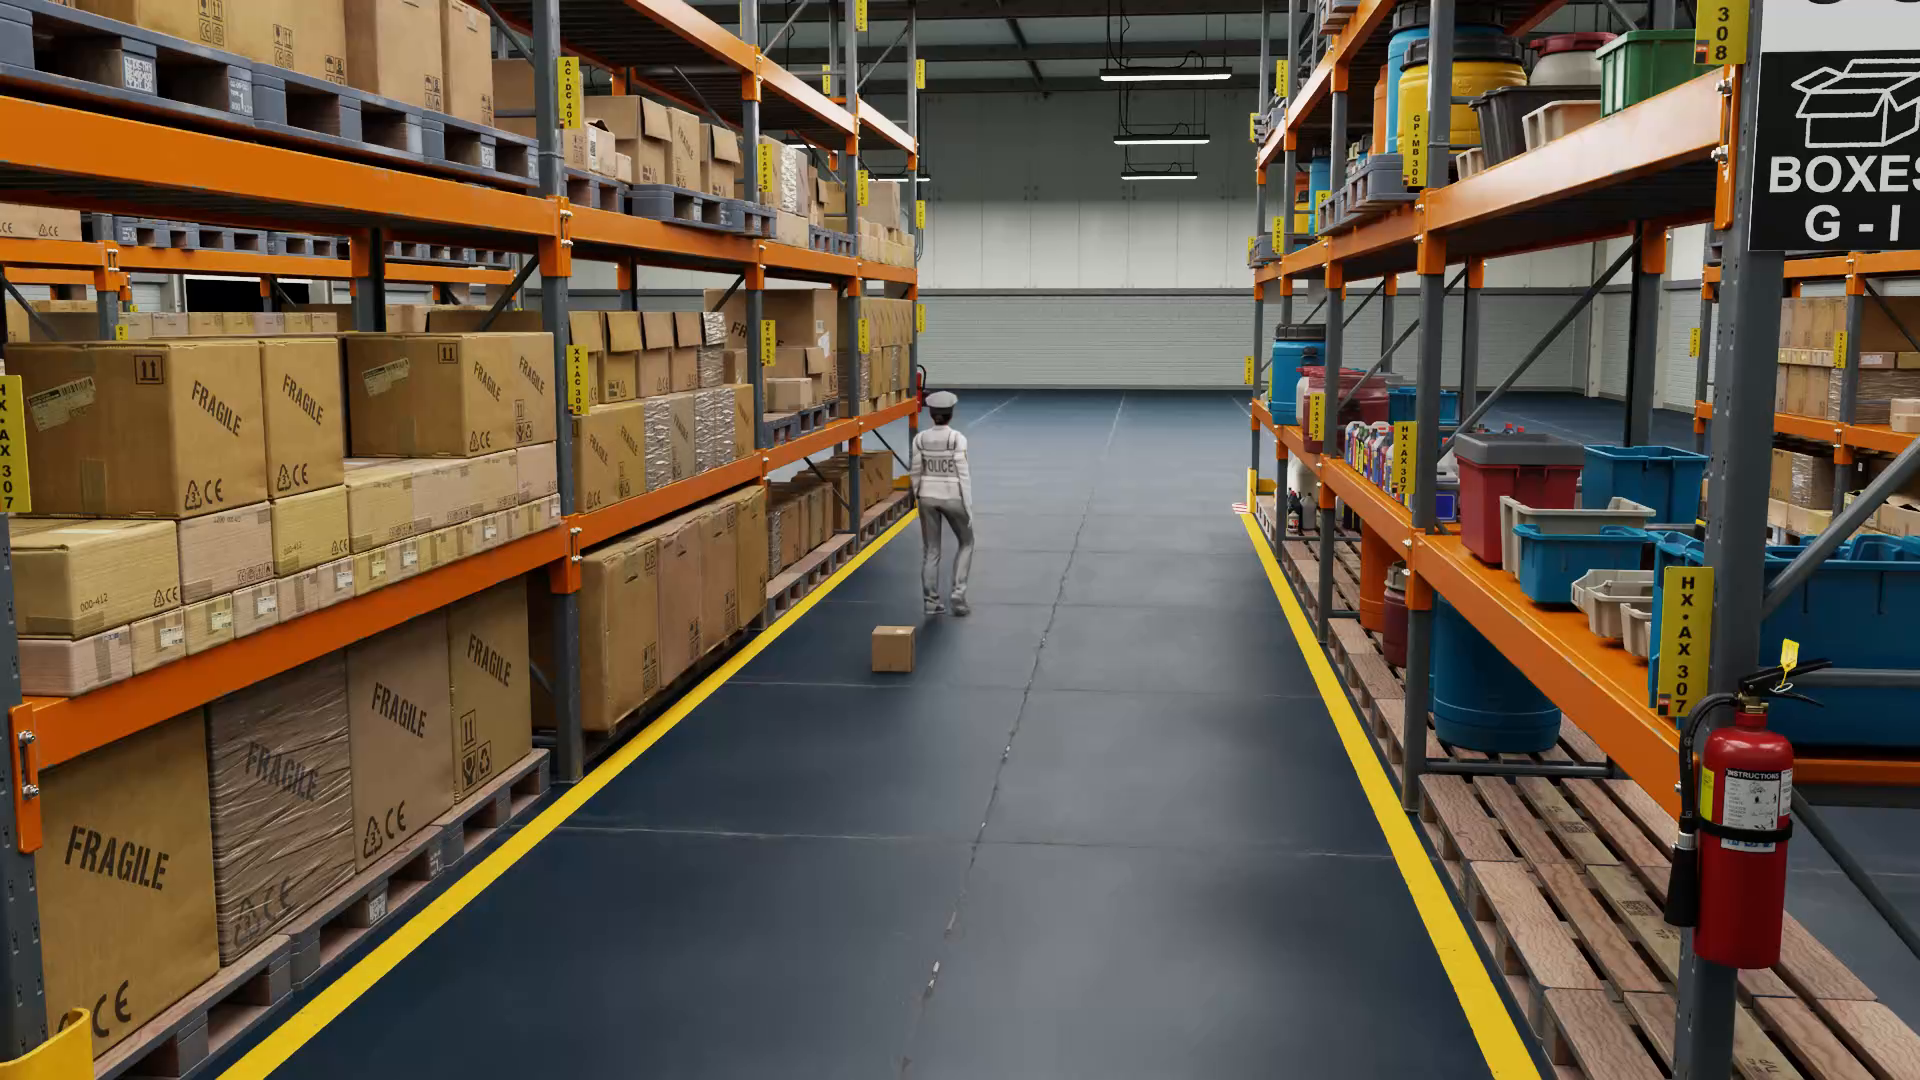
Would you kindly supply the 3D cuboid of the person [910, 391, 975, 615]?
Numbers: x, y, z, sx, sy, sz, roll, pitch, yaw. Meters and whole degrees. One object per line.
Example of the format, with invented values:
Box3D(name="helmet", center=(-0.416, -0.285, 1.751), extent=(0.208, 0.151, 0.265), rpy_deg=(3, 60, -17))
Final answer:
Box3D(name="person", center=(-0.129, -0.250, 12.565), extent=(0.522, 1.741, 0.499), rpy_deg=(2, 8, 14))
